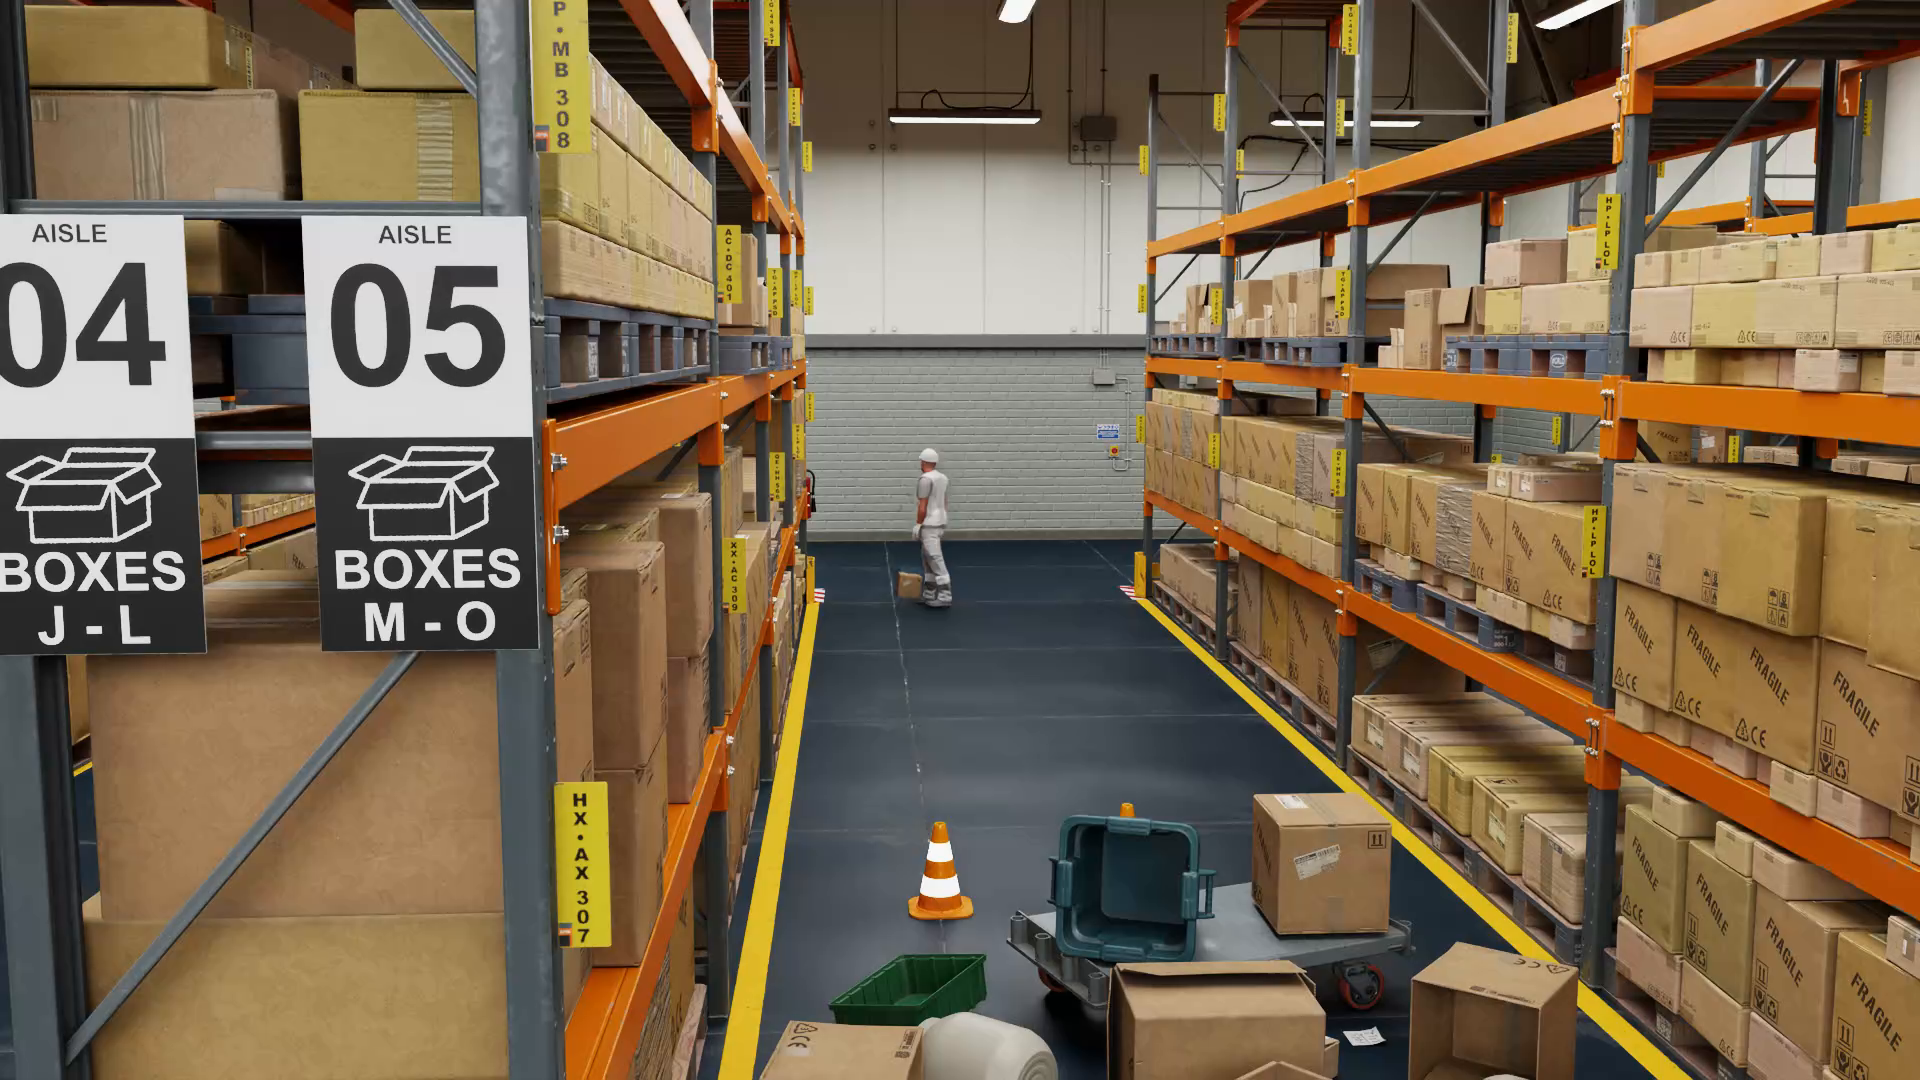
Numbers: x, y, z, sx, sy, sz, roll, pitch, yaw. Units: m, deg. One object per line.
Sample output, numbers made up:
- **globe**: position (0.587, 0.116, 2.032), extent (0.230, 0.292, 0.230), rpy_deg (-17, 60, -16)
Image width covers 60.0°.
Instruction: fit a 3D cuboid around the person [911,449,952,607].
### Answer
- **person**: position (-0.328, -0.138, 18.809), extent (0.581, 1.786, 0.540), rpy_deg (3, 7, 24)
